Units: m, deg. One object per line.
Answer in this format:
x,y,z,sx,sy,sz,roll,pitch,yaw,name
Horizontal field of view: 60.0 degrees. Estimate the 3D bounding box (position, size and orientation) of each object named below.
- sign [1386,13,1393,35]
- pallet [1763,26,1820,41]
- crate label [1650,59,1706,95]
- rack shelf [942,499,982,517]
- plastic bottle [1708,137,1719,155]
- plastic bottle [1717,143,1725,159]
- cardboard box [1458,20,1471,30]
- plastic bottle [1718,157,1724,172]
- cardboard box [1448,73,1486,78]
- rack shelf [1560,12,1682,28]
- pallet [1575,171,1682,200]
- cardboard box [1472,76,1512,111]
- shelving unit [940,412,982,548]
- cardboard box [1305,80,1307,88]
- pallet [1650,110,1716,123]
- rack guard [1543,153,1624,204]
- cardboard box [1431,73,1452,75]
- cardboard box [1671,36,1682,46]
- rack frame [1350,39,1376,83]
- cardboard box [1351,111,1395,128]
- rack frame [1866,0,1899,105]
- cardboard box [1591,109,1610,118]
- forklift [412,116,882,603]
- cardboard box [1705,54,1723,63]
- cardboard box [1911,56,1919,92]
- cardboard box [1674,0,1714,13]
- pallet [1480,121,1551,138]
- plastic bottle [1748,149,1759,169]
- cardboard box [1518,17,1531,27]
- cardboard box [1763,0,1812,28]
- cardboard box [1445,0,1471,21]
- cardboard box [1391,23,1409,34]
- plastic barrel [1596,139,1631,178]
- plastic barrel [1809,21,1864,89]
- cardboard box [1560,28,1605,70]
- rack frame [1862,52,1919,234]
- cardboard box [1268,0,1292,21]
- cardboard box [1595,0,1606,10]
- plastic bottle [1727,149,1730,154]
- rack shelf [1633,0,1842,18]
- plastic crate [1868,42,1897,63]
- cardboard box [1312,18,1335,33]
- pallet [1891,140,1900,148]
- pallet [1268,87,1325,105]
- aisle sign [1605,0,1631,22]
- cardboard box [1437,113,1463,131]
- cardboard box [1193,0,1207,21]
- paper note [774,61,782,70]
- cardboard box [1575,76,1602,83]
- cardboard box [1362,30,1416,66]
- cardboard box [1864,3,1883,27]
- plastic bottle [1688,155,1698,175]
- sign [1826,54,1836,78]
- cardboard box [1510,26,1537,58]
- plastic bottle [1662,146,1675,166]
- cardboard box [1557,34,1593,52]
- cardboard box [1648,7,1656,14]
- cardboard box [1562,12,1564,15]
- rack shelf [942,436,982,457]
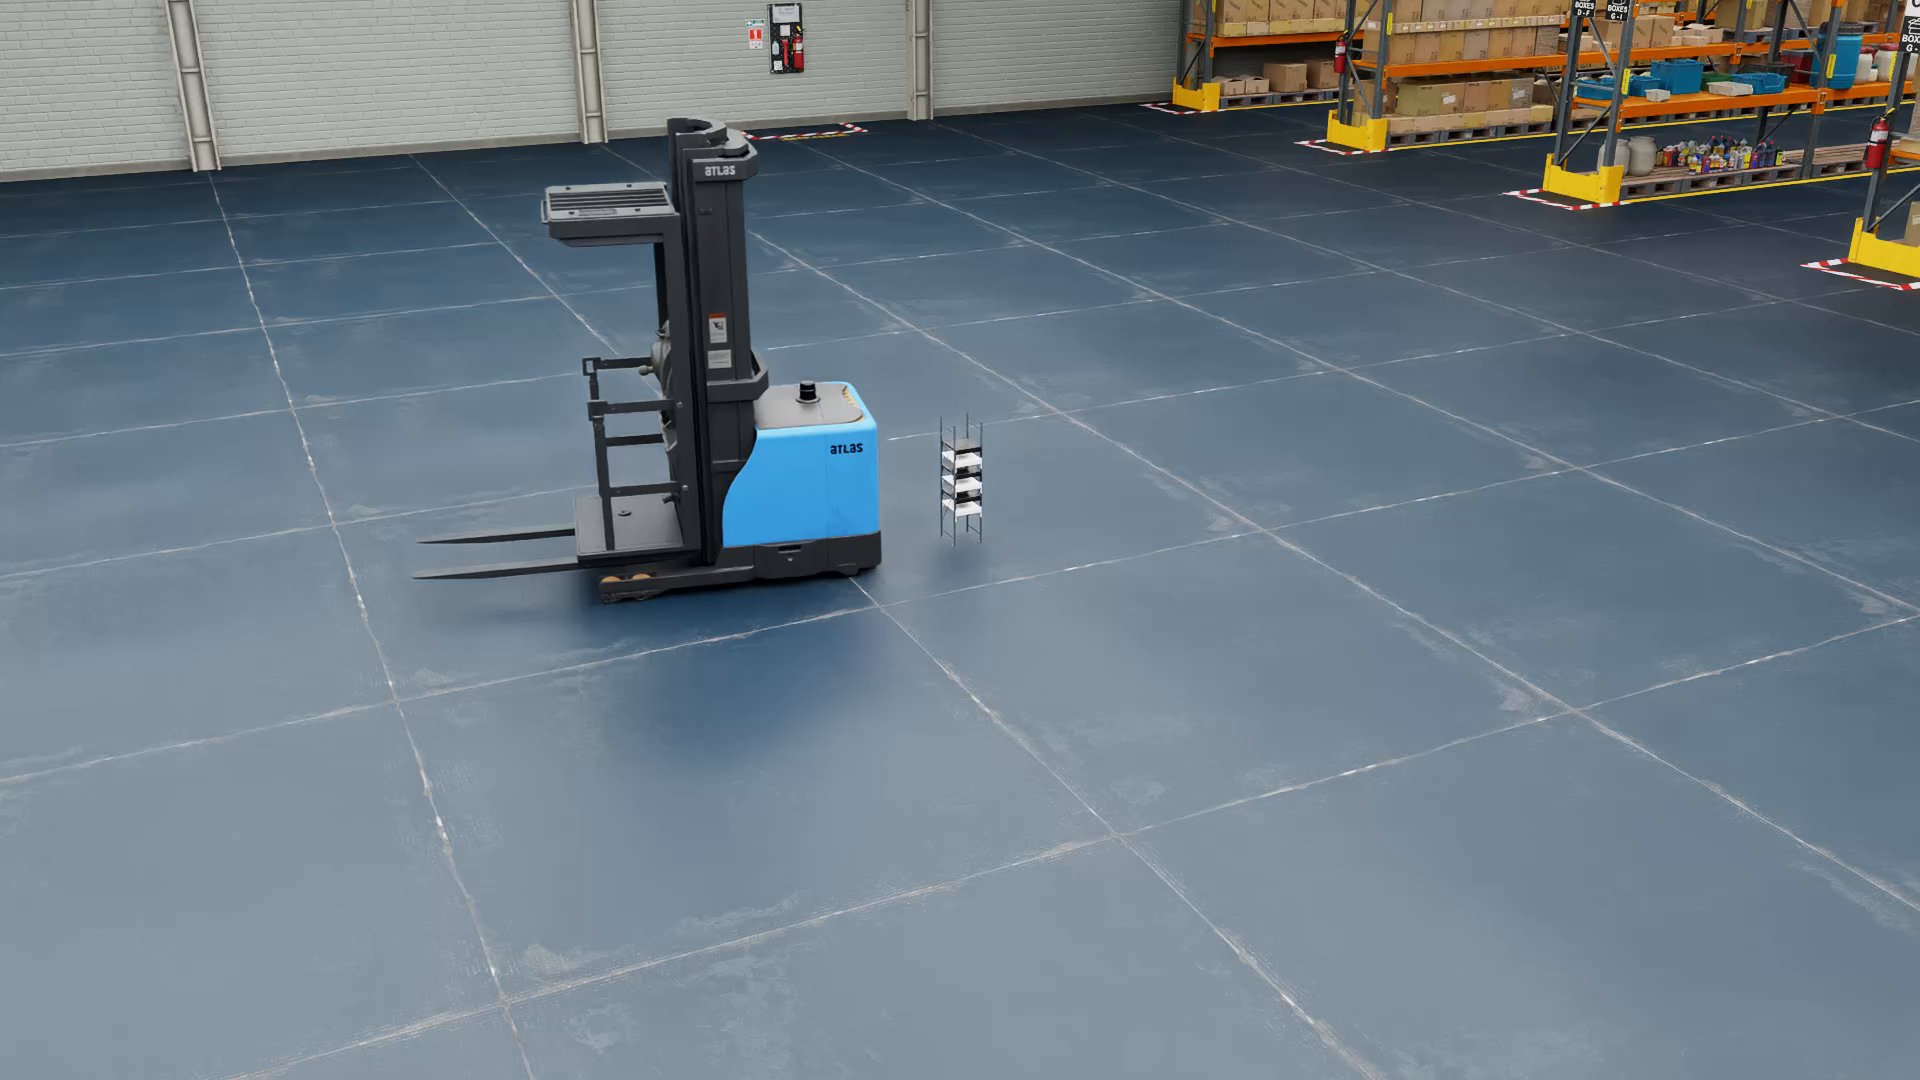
6.809,-8.181,26.357,0.005,0.325,0.100,-10,25,-24,sign
15.532,-9.499,31.028,1.213,0.211,1.003,-10,25,-24,pallet
10.260,-6.644,23.833,0.616,0.435,0.502,-10,25,-24,crate label
0.007,-0.220,11.663,0.200,0.077,0.258,-10,25,-24,rack shelf
11.245,-5.850,24.848,0.185,0.351,0.144,-12,25,-26,plastic bottle
11.337,-5.779,24.781,0.097,0.271,0.097,0,22,0,plastic bottle
8.180,-8.488,27.355,0.250,0.149,0.380,-11,25,-24,cardboard box
10.976,-5.423,24.012,0.097,0.201,0.097,0,22,0,plastic bottle
8.723,-7.735,28.581,0.500,0.500,0.500,-10,25,-24,cardboard box
13.432,-10.970,35.270,4.000,0.370,1.077,-10,25,-24,rack shelf
9.501,-5.102,23.801,1.213,0.211,1.003,-10,25,-24,pallet
8.950,-7.555,28.145,0.500,0.500,0.500,-10,25,-24,cardboard box
0.007,-0.417,11.581,0.210,0.900,0.258,-10,25,-24,shelving unit
6.576,-8.935,32.564,0.250,0.149,0.380,-13,26,-28,cardboard box
13.023,-7.852,30.444,1.213,0.211,1.003,-10,25,-24,pallet
8.767,-5.103,23.424,0.348,0.500,1.175,-10,25,-24,rack guard
9.603,-9.657,33.850,0.500,0.500,0.700,-10,25,-23,cardboard box
12.657,-8.917,29.698,0.250,0.149,0.380,-9,24,-20,cardboard box
8.026,-10.307,32.728,0.127,3.000,1.000,-10,25,-24,rack frame
6.929,-7.051,27.908,0.500,0.250,0.500,-10,25,-24,cardboard box
17.386,-9.927,31.811,0.127,3.000,1.000,-10,25,-24,rack frame
11.110,-7.590,29.210,0.500,0.250,0.500,-10,24,-22,cardboard box
-2.101,-1.170,10.745,3.031,2.935,1.130,-5,23,-13,forklift
16.407,-10.844,36.744,0.500,0.500,0.700,-11,25,-24,cardboard box
11.255,-5.344,18.912,0.500,0.500,0.500,-10,25,-24,cardboard box
15.730,-11.857,36.080,0.700,0.700,0.980,-10,25,-23,cardboard box
9.443,-7.195,28.854,1.213,0.211,1.003,-10,25,-24,pallet
11.566,-5.562,24.240,0.133,0.283,0.061,-9,24,-20,plastic bottle
9.331,-8.699,27.864,0.250,0.149,0.380,-10,25,-24,cardboard box
15.208,-9.733,30.662,0.500,0.500,0.700,-6,23,-14,cardboard box
7.973,-8.837,27.350,0.500,0.500,0.700,-10,25,-23,cardboard box
7.021,-8.274,26.837,0.250,0.149,0.380,-11,25,-24,cardboard box
9.278,-5.409,23.599,0.421,0.512,0.421,0,22,0,plastic barrel
12.802,-7.084,24.286,0.708,0.901,0.600,-10,25,-24,plastic barrel
13.142,-10.391,35.192,0.750,0.750,0.750,-11,25,-24,cardboard box
10.867,-4.522,18.753,0.127,3.000,1.000,-10,25,-24,rack frame
5.900,-10.068,31.339,0.500,0.500,0.500,-11,25,-25,cardboard box
13.102,-11.321,34.632,0.500,0.500,0.500,-11,25,-24,cardboard box
11.209,-5.560,24.237,0.133,0.283,0.061,-10,25,-24,plastic bottle
10.521,-7.614,23.242,4.000,0.370,1.077,-10,25,-24,rack shelf
14.338,-7.423,25.677,0.583,0.464,0.402,-10,25,-24,plastic crate
6.832,-9.895,31.903,0.500,0.250,0.500,-11,25,-24,cardboard box
15.212,-6.153,26.338,1.213,0.211,1.003,-10,25,-24,pallet
6.335,-8.691,32.470,1.213,0.211,1.003,-10,25,-24,pallet
8.781,-7.317,22.107,0.004,0.787,0.394,-10,25,-24,aisle sign
8.053,-7.040,27.881,0.500,0.250,0.500,-10,25,-24,cardboard box
4.754,-10.081,31.372,0.500,0.500,0.500,-11,25,-24,cardboard box
-3.162,-8.253,28.917,0.142,0.148,0.016,-10,25,-24,paper note
11.335,-8.119,29.756,0.500,0.311,0.500,-11,25,-24,cardboard box
7.000,-8.056,27.159,0.500,0.500,0.700,-10,25,-24,cardboard box
17.725,-10.145,32.206,0.500,0.500,0.500,-10,25,-23,cardboard box
10.487,-5.365,23.781,0.097,0.271,0.097,0,22,0,plastic bottle
12.551,-6.829,23.964,0.005,0.325,0.100,-10,25,-24,sign
9.308,-8.481,28.186,0.500,0.500,0.700,-11,25,-24,cardboard box
10.422,-5.662,24.492,0.135,0.276,0.152,-10,25,-23,plastic bottle
10.603,-8.628,28.867,0.500,0.250,0.500,-9,24,-20,cardboard box
14.583,-11.296,35.419,0.250,0.149,0.380,-10,24,-22,cardboard box
12.258,-10.877,34.407,0.250,0.149,0.380,-10,25,-23,cardboard box
0.007,-0.636,11.491,0.200,0.077,0.258,-10,25,-24,rack shelf
